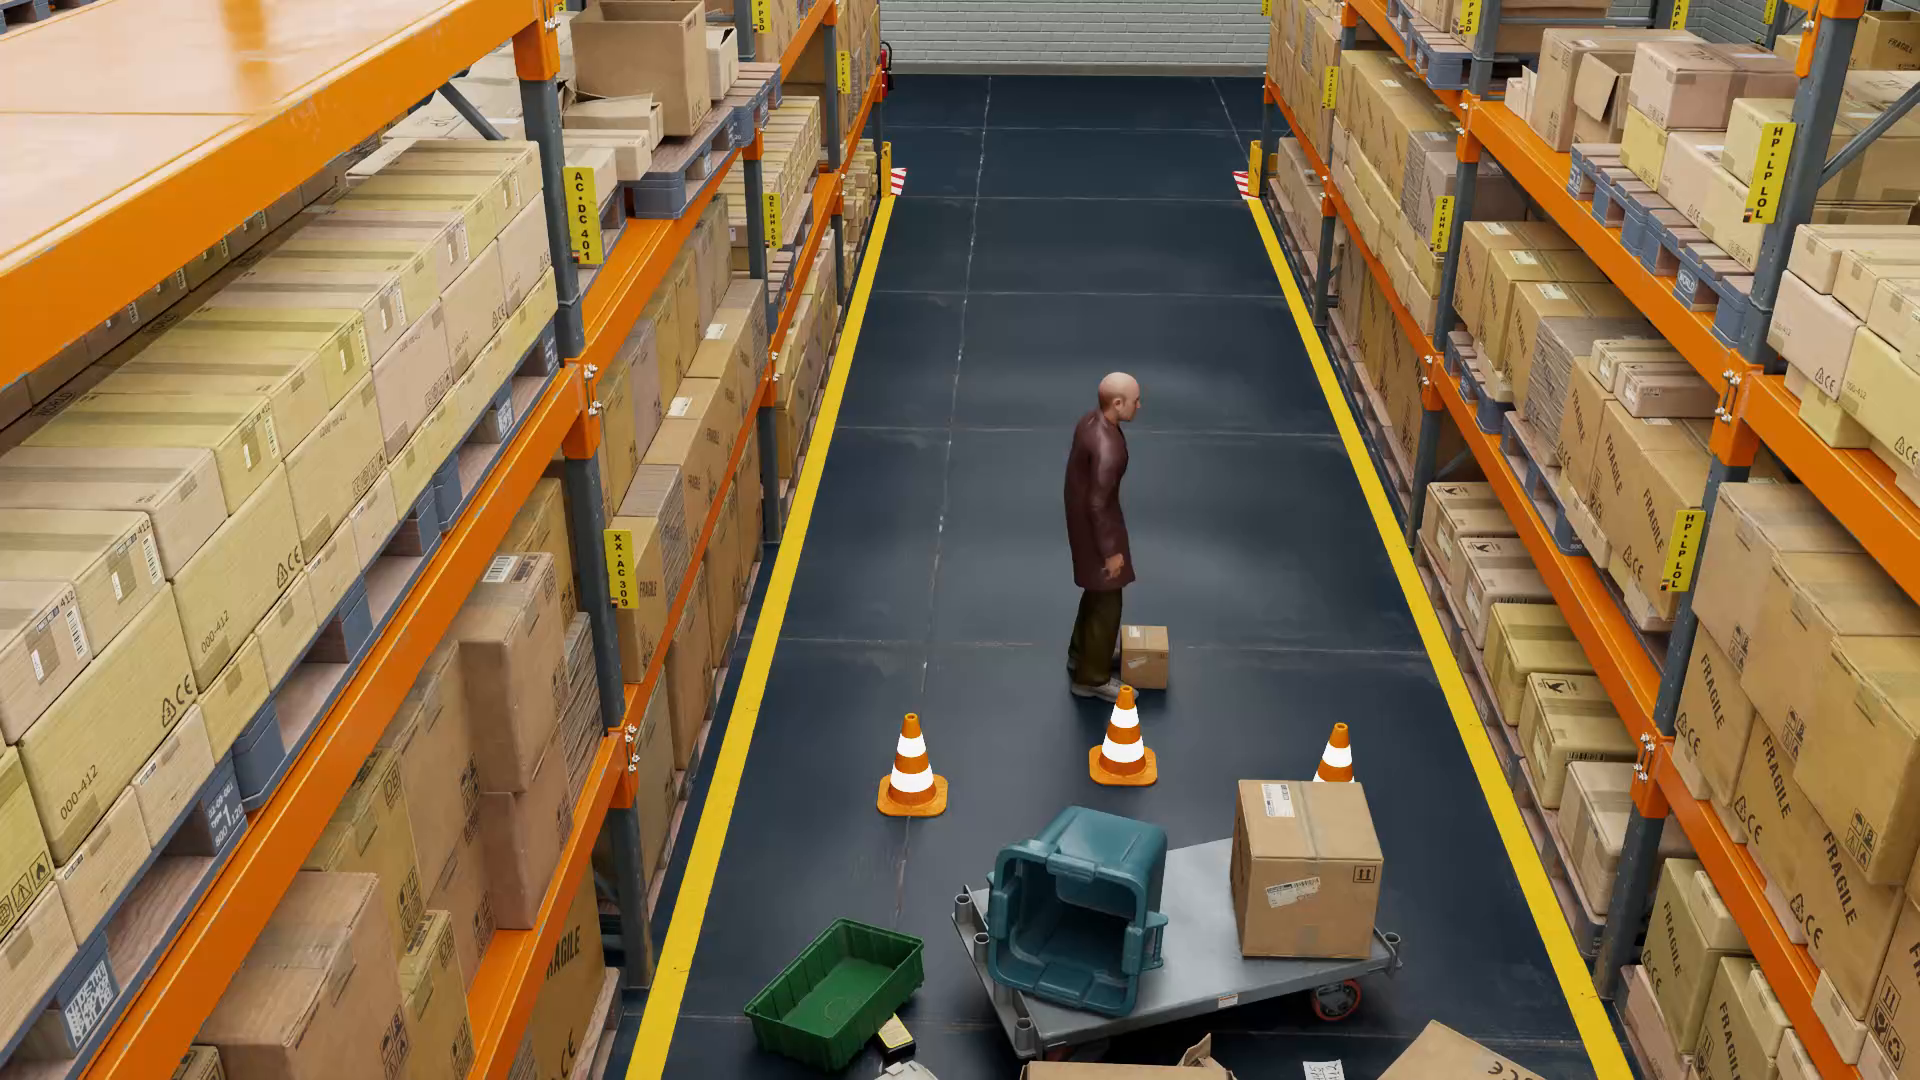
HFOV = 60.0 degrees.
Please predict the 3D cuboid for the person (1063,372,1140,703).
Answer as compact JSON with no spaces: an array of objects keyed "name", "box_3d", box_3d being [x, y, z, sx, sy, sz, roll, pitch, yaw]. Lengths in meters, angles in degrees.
[{"name":"person","box_3d":[0.749,-0.035,8.705,0.424,1.773,0.641,0,28,0]}]
